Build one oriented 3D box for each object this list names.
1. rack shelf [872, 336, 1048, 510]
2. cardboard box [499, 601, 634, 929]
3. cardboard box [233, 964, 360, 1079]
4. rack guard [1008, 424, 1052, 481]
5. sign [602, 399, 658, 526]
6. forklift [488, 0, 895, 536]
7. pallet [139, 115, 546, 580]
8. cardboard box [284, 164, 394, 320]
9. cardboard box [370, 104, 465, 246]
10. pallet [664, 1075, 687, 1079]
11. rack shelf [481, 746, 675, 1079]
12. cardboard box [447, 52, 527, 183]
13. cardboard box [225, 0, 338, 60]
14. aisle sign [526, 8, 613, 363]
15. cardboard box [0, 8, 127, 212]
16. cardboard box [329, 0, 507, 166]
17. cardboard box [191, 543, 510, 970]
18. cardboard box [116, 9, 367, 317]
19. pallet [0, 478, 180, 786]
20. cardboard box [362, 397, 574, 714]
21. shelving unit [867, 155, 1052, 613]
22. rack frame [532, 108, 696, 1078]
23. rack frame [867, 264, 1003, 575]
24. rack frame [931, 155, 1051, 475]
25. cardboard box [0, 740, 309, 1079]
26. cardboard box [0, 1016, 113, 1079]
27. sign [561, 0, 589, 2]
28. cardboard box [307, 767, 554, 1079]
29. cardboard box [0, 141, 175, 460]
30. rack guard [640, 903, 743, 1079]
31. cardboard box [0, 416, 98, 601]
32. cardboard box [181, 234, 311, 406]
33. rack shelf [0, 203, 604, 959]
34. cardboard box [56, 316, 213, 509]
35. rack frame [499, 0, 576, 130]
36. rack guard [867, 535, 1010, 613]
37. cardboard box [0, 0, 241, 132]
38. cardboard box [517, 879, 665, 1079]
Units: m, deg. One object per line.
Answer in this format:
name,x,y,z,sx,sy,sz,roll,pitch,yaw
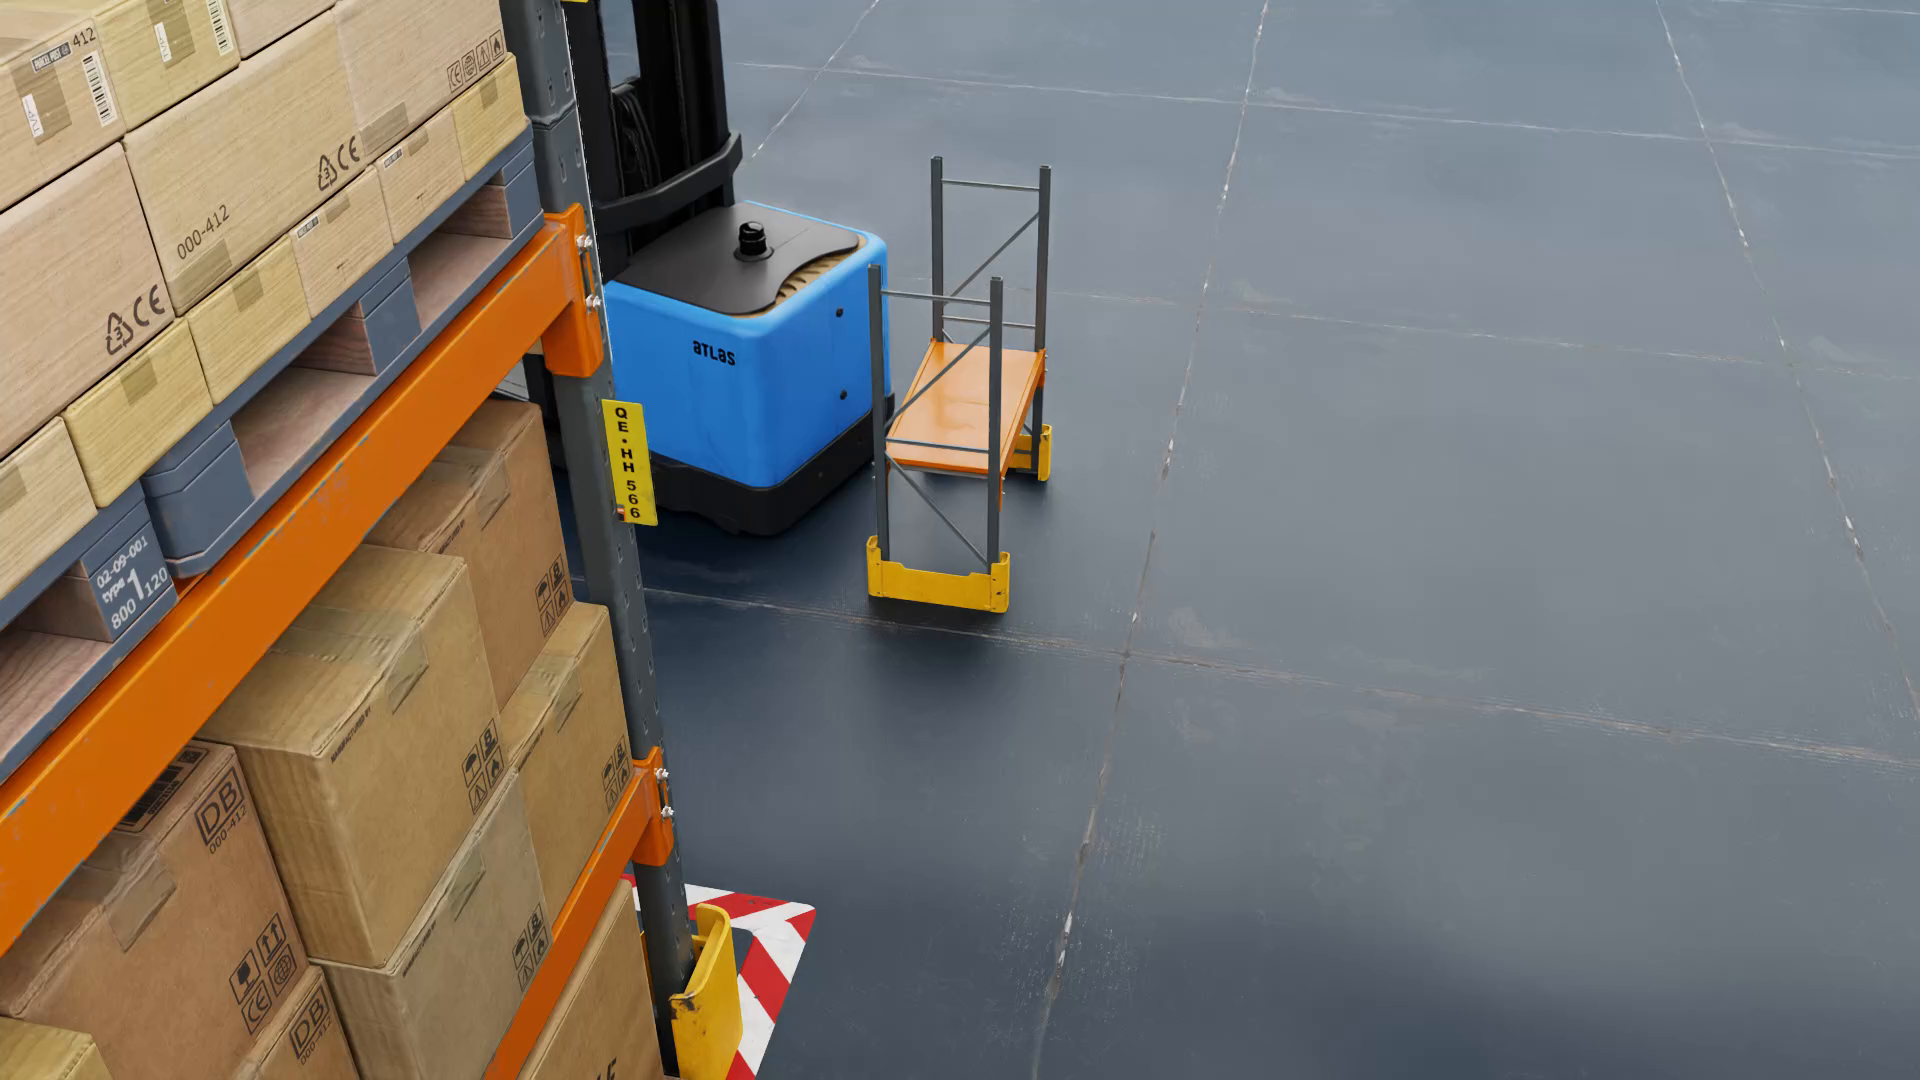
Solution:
rack shelf,0.018,-0.511,6.983,0.538,0.185,1.000,7,37,10
cardboard box,-1.307,0.475,3.911,0.875,0.550,0.550,7,37,10
cardboard box,-1.646,1.099,3.050,0.875,0.550,0.550,7,37,10
rack guard,0.123,-0.430,7.631,0.587,0.250,0.087,7,37,10
sign,-0.745,-0.171,3.742,0.100,0.325,0.005,7,37,10
forklift,-1.832,-1.844,7.297,3.031,2.935,1.130,19,40,25
pallet,-1.421,-0.435,2.813,1.003,0.211,1.213,7,37,10
cardboard box,-1.121,-0.481,2.573,0.380,0.149,0.250,8,37,11
cardboard box,-1.067,-0.628,2.776,0.380,0.149,0.250,8,37,10
pallet,-1.367,1.915,4.428,1.003,0.211,1.213,7,37,10
rack shelf,-1.699,1.755,2.885,1.077,0.370,4.000,7,37,10
cardboard box,-1.012,-0.773,2.975,0.380,0.149,0.250,7,37,10
cardboard box,-1.122,-0.803,2.338,0.380,0.149,0.250,8,37,11
aisle sign,-0.964,-0.738,3.497,0.394,0.787,0.004,7,37,10
cardboard box,-1.231,-0.512,1.935,0.380,0.149,0.250,7,37,10
cardboard box,-1.104,-0.852,2.744,0.500,0.250,0.500,8,37,11
cardboard box,-1.417,0.354,3.157,0.875,0.550,0.550,7,37,10
cardboard box,-1.211,-0.565,2.349,0.500,0.250,0.500,7,37,10
pallet,-1.679,0.267,1.845,1.003,0.211,1.213,7,37,10
cardboard box,-1.389,0.027,3.608,0.875,0.550,0.550,7,37,10
shelving unit,0.016,-0.651,6.870,0.587,1.500,1.083,7,37,10
rack frame,-1.272,0.318,4.256,1.000,3.000,0.127,7,37,10
rack frame,-0.090,-0.365,6.475,0.500,1.500,0.032,7,37,10
rack frame,0.127,-0.948,7.279,0.500,1.500,0.032,7,37,10
cardboard box,-1.669,0.658,2.738,0.875,0.550,0.550,7,37,10
cardboard box,-1.655,0.978,2.296,0.875,0.550,0.500,7,37,10
sign,-0.745,-1.148,3.034,0.100,0.325,0.005,7,37,10
cardboard box,-1.403,0.793,3.472,0.875,0.550,0.550,7,37,10
cardboard box,-1.320,-0.277,1.952,0.500,0.250,0.500,7,37,10
rack guard,-1.267,1.316,5.008,1.175,0.500,0.348,7,37,10
cardboard box,-1.284,-0.044,1.970,0.380,0.149,0.250,8,37,10
cardboard box,-1.176,-0.336,2.373,0.380,0.149,0.250,8,37,10
rack shelf,-1.699,0.541,2.005,1.077,0.370,4.000,7,37,10
cardboard box,-1.230,-0.189,2.170,0.380,0.149,0.250,7,36,9
rack frame,-1.272,-2.112,2.495,1.000,3.000,0.127,7,37,10
rack guard,-0.090,0.141,6.843,0.587,0.250,0.087,7,37,10
cardboard box,-1.176,-0.655,2.133,0.380,0.149,0.250,8,37,11
cardboard box,-1.353,1.405,4.208,0.875,0.875,0.875,8,37,10
